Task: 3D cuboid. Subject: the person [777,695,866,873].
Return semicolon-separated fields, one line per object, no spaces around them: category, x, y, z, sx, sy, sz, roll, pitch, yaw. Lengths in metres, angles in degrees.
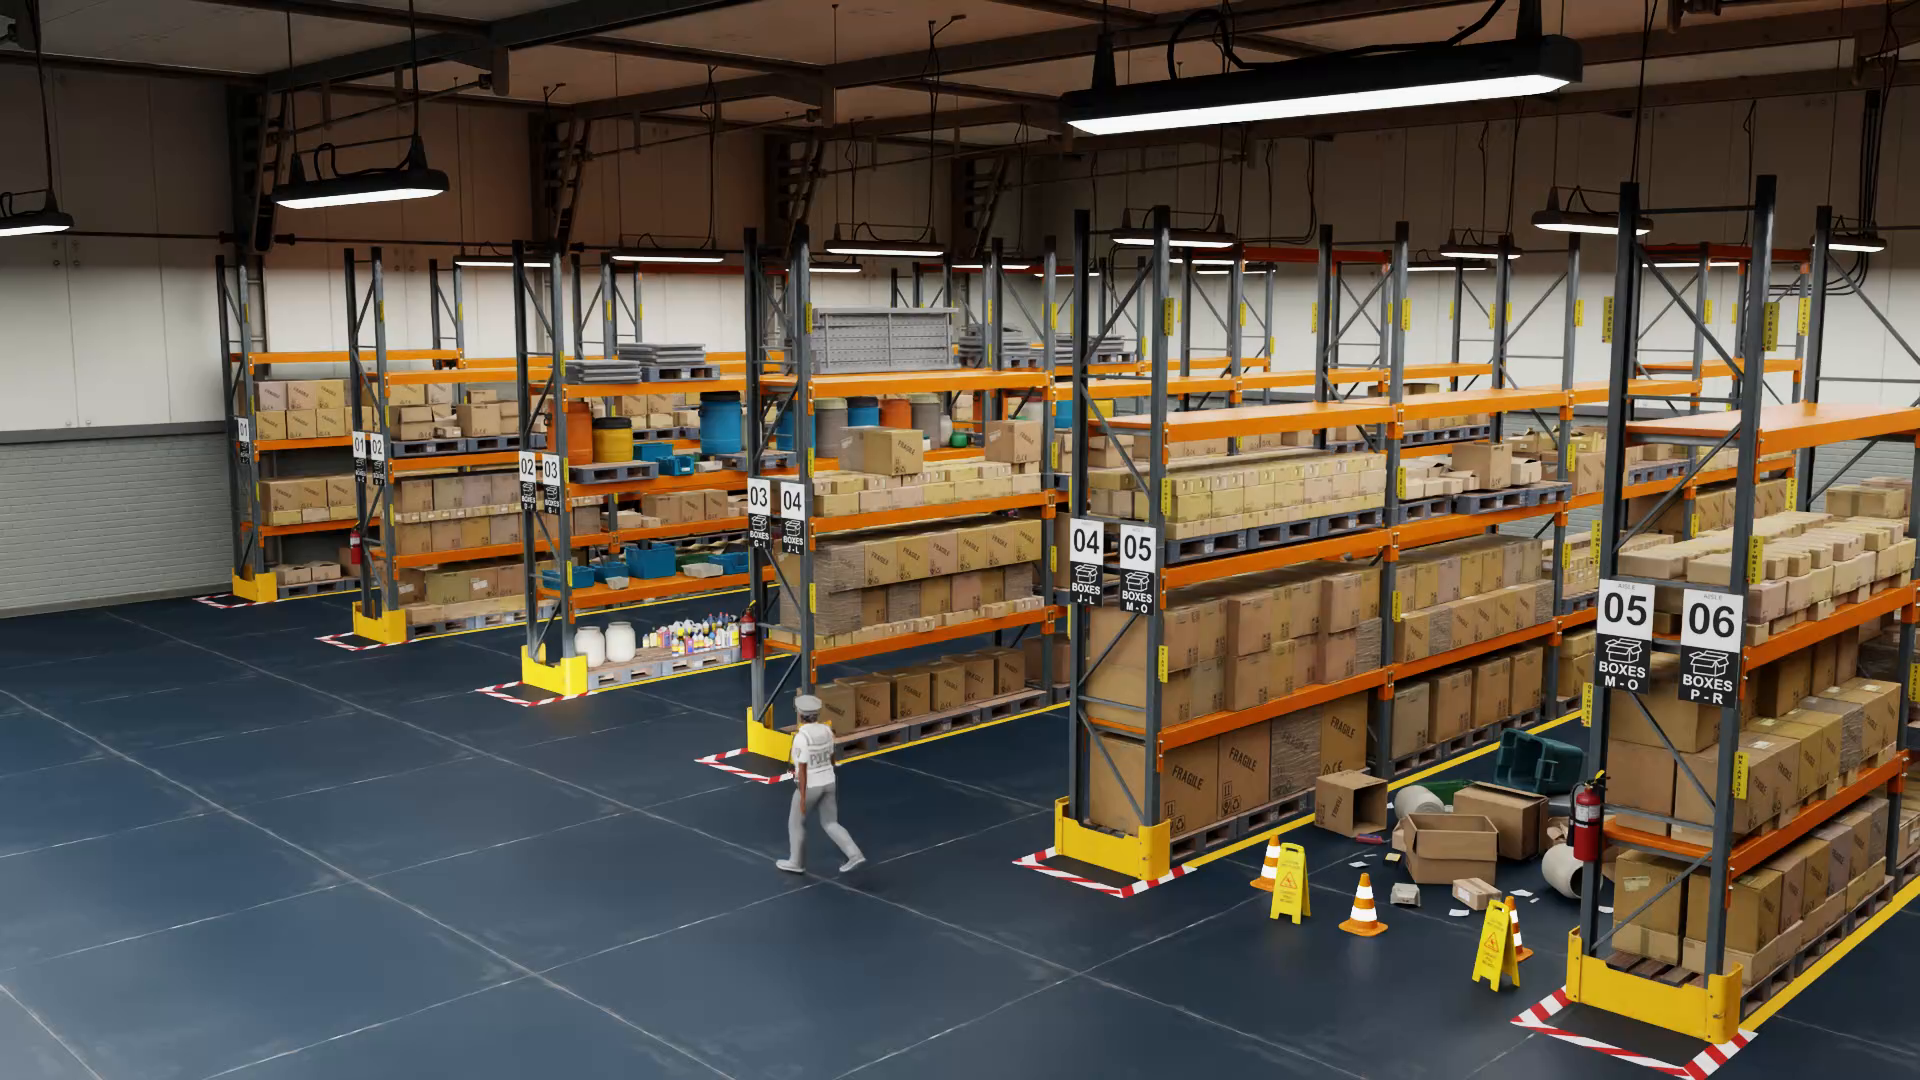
person;-1.266;2.228;14.999;0.925;1.640;0.480;6;10;34

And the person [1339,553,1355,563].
person;5.531;0.976;23.977;0.974;1.576;0.455;-6;10;-36
